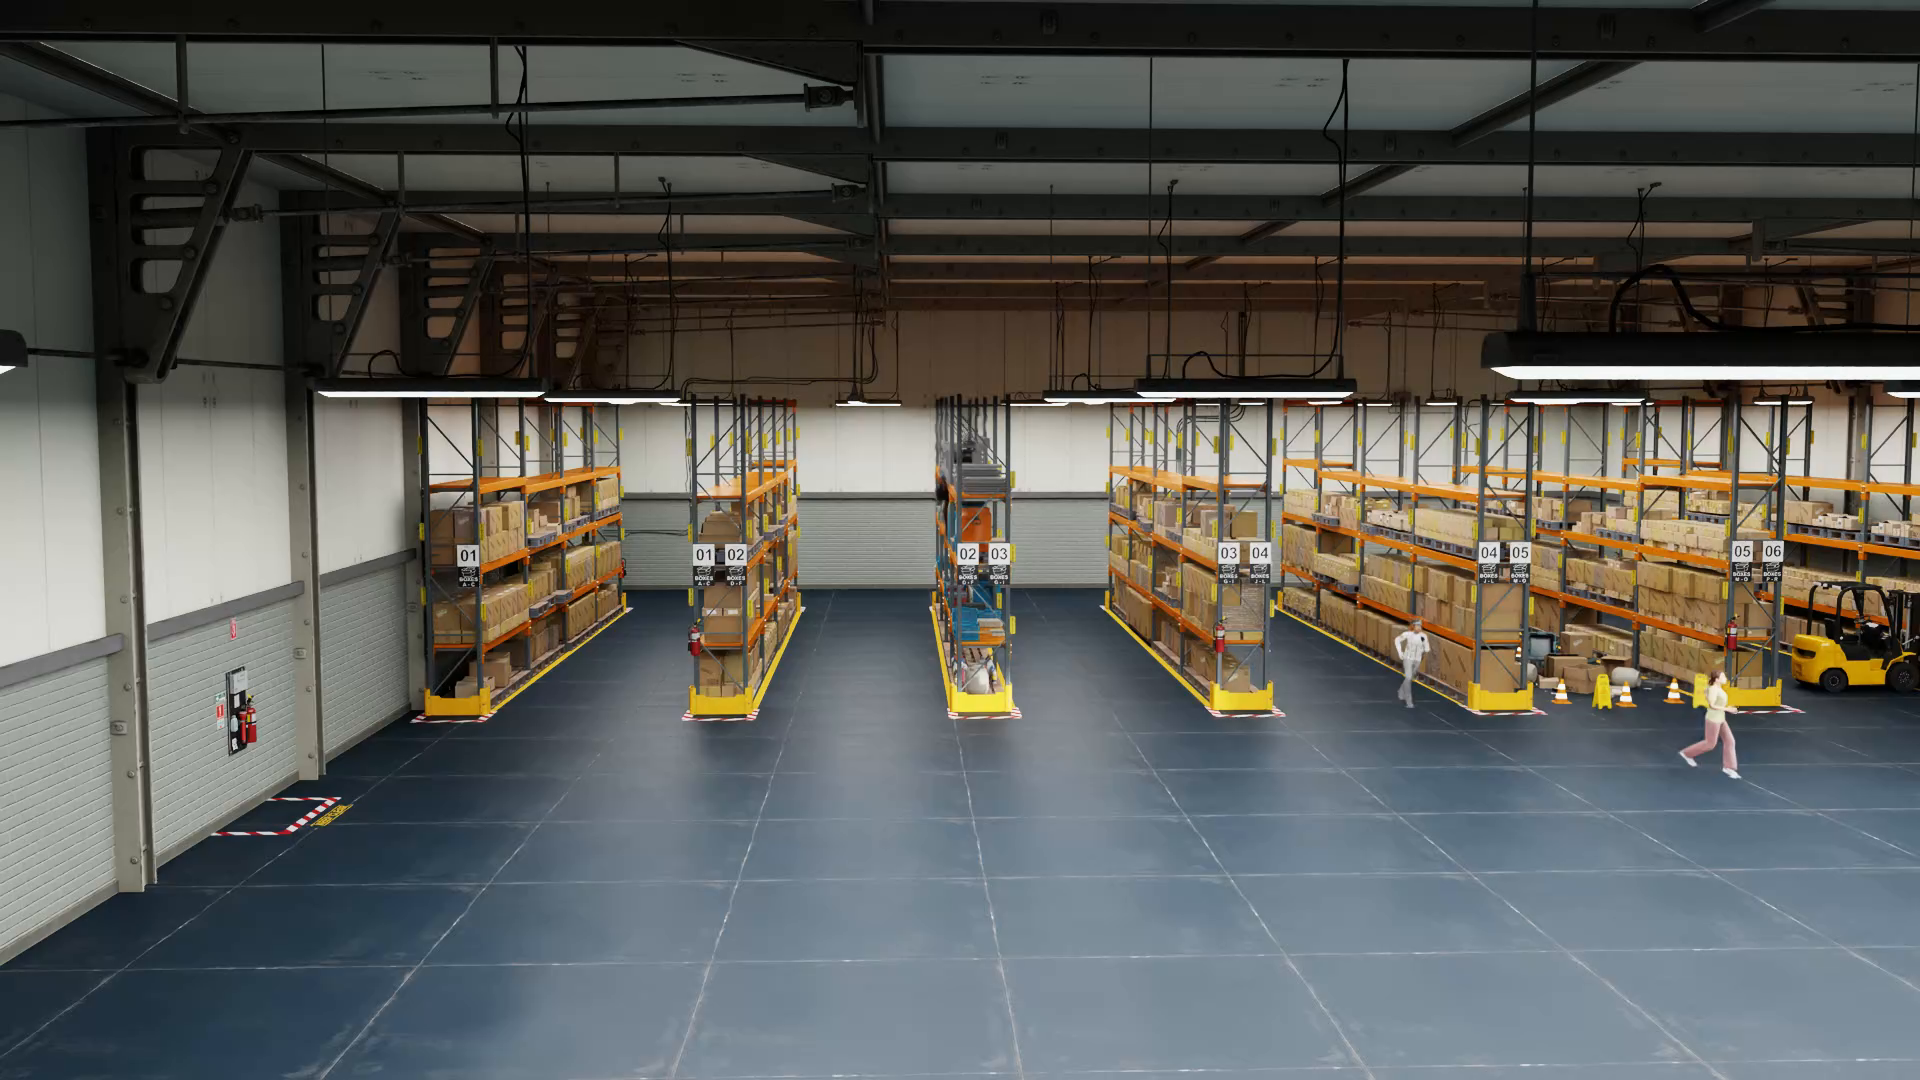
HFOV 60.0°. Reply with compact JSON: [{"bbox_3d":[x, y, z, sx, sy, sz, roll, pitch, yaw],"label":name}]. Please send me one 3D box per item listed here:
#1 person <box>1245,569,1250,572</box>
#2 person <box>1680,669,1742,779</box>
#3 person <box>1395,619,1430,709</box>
[{"bbox_3d":[7.980,1.209,46.322,0.608,1.821,0.872,0,4,1],"label":"person"},{"bbox_3d":[11.769,2.860,26.016,0.922,1.709,0.608,3,6,35],"label":"person"},{"bbox_3d":[8.776,2.362,32.194,0.631,1.716,0.884,-1,5,-6],"label":"person"}]
